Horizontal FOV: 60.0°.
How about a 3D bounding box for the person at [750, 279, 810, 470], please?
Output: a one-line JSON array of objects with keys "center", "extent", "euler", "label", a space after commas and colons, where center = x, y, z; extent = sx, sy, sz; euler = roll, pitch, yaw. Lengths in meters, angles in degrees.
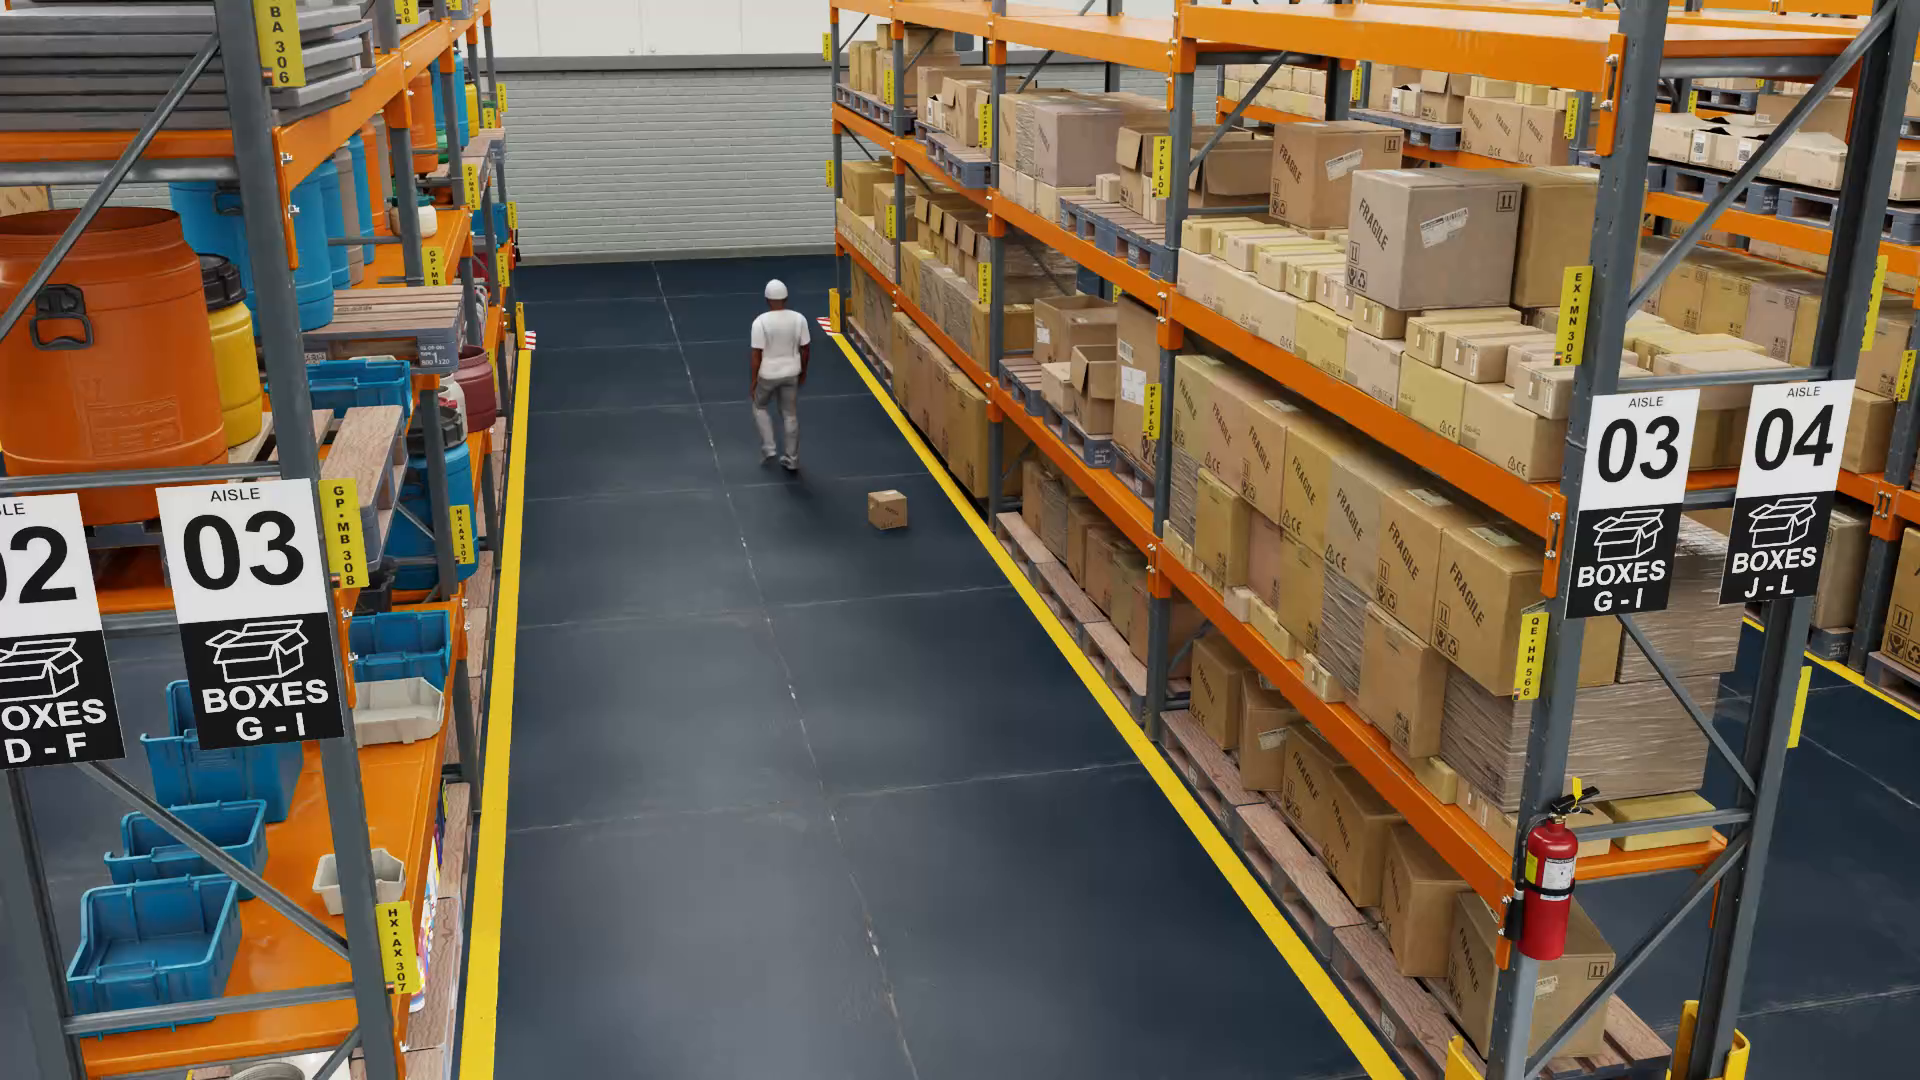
[{"center": [-1.680, -1.507, 15.310], "extent": [0.611, 1.818, 0.515], "euler": [-8, 21, -22], "label": "person"}]
